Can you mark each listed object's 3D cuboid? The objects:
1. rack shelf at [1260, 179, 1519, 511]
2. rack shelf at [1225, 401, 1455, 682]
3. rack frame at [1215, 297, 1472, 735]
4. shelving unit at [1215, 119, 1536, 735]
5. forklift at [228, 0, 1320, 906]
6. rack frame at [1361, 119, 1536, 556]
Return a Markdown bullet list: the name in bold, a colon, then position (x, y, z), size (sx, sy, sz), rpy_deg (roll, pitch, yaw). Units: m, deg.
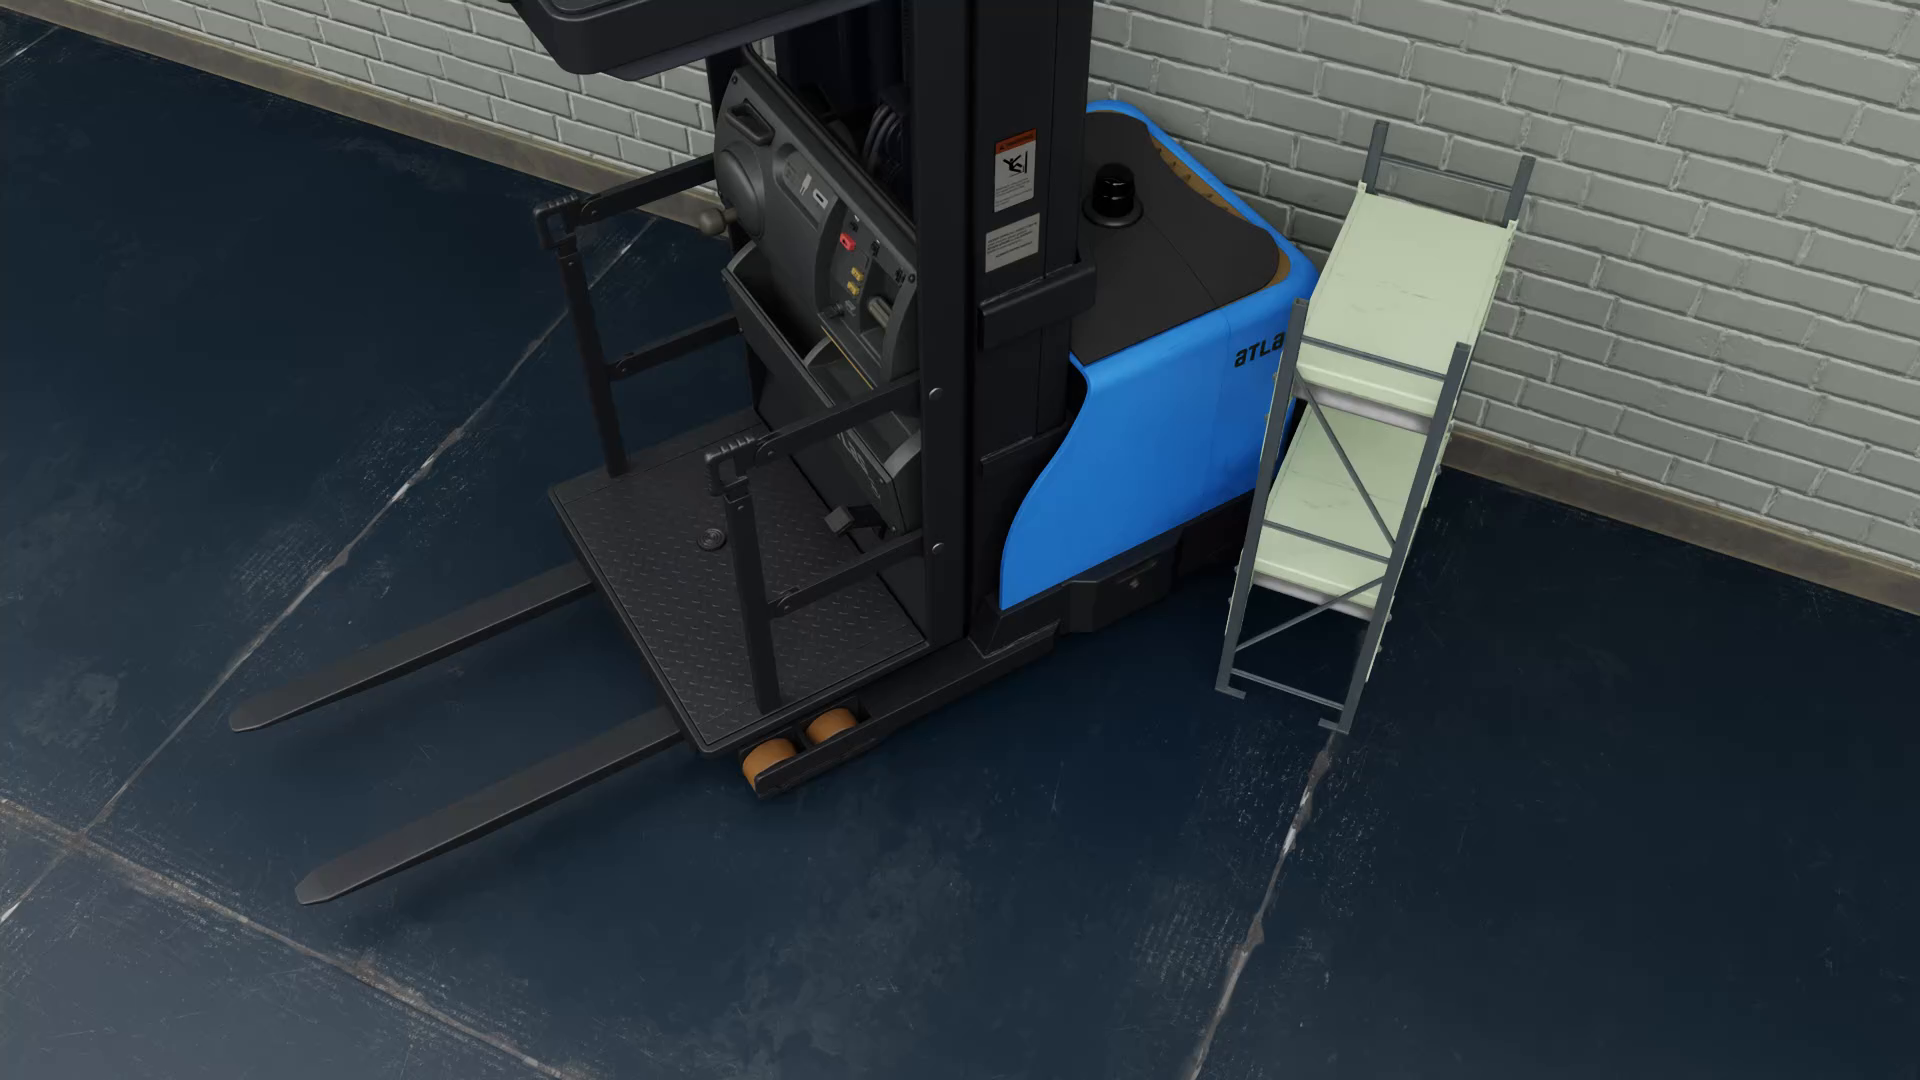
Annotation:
- **rack shelf**: position (1.081, -0.502, 4.180), size (0.431, 0.370, 0.720), rpy_deg (18, 52, 15)
- **rack shelf**: position (1.081, -0.038, 4.725), size (0.431, 0.370, 0.720), rpy_deg (18, 52, 15)
- **rack frame**: position (0.934, 0.007, 4.260), size (0.400, 1.500, 0.023), rpy_deg (18, 52, 15)
- **shelving unit**: position (1.081, -0.249, 4.477), size (0.431, 1.500, 0.755), rpy_deg (18, 52, 15)
- **forklift**: position (-0.535, -0.702, 3.923), size (3.031, 2.935, 1.130), rpy_deg (-25, 54, -20)
- **rack frame**: position (1.227, -0.505, 4.695), size (0.400, 1.500, 0.023), rpy_deg (18, 52, 15)
